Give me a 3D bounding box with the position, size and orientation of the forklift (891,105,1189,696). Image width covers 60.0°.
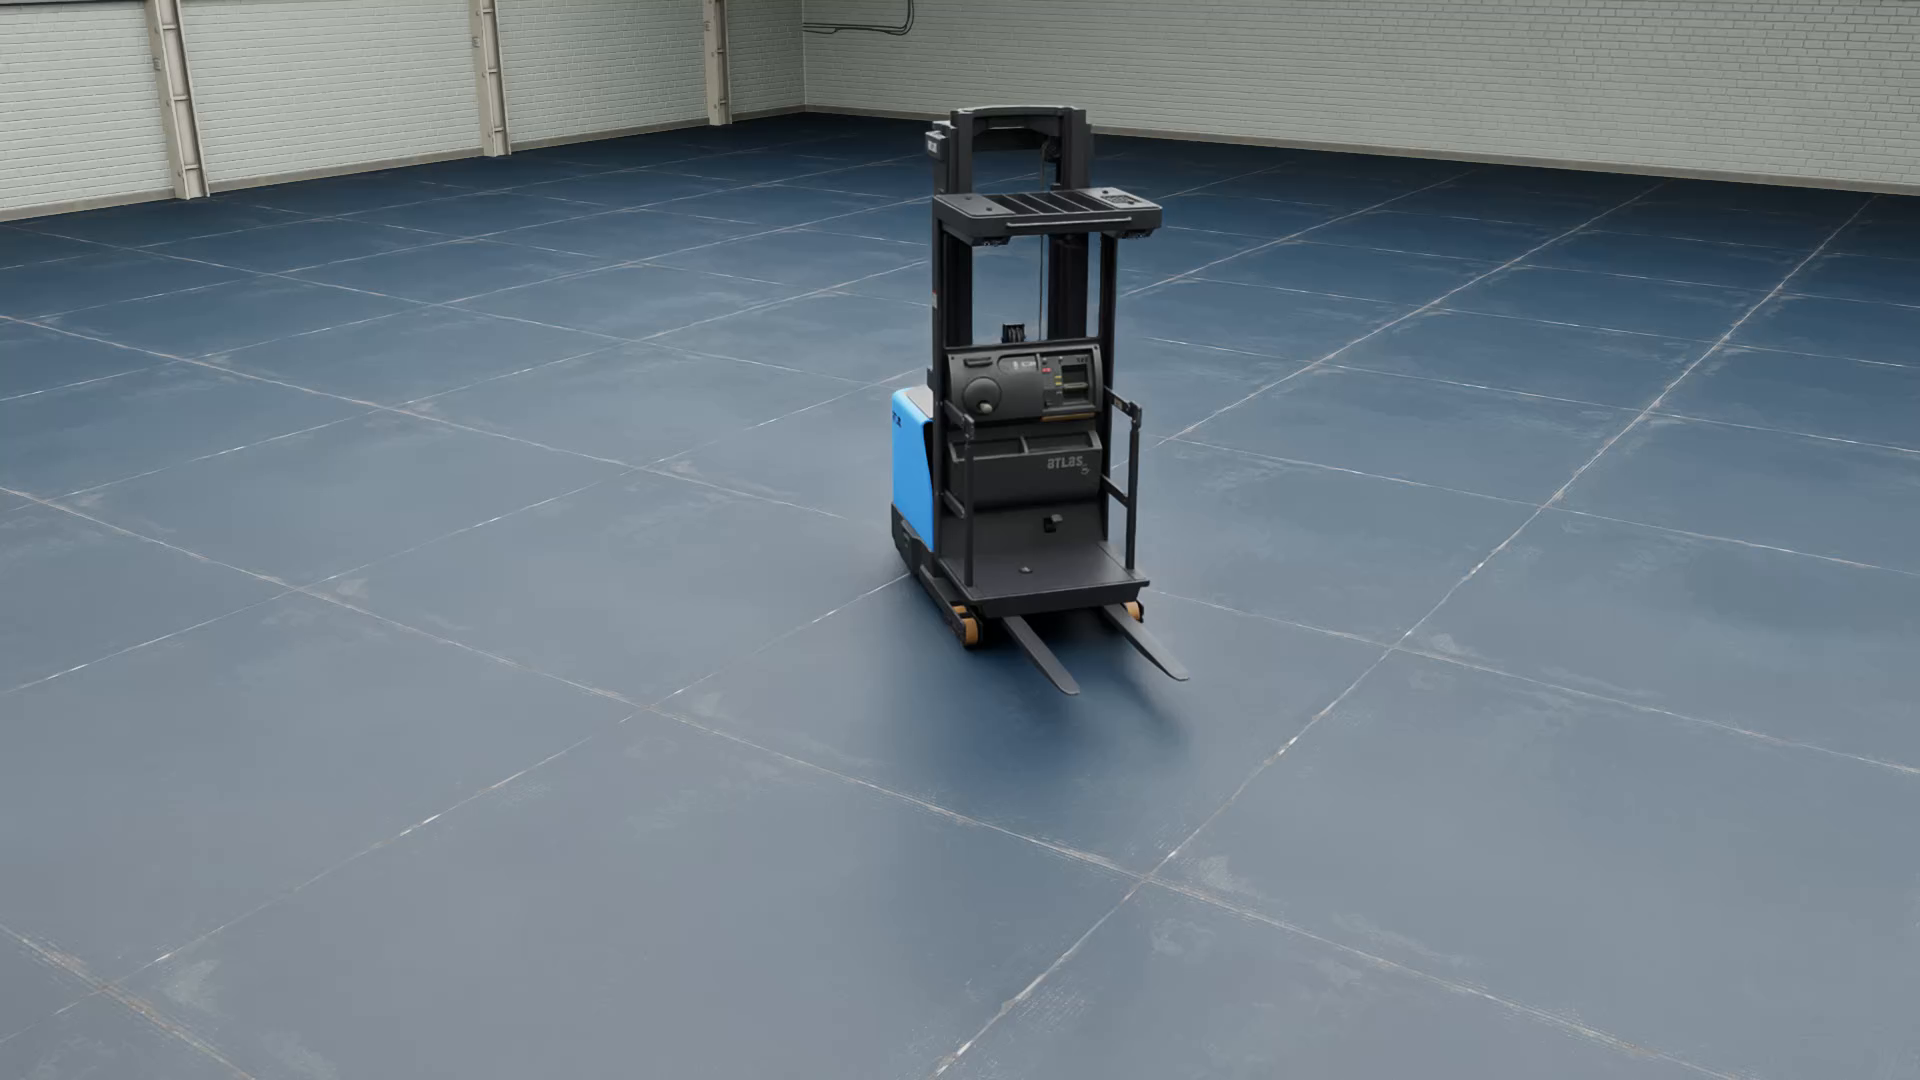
[{"bbox_3d":[0.447,-0.912,9.506,1.130,2.935,3.031,-6,21,-15],"label":"forklift"}]

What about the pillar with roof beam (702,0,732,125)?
[{"bbox_3d":[-1.453,-12.082,30.957,9.100,9.000,0.400,13,24,32],"label":"pillar with roof beam"}]

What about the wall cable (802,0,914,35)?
[{"bbox_3d":[-2.263,-12.053,35.353,3.097,2.526,0.112,13,24,32],"label":"wall cable"}]

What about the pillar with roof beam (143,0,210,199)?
[{"bbox_3d":[-8.198,-8.639,21.649,9.100,9.000,0.400,13,24,32],"label":"pillar with roof beam"}]

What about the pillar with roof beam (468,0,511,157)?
[{"bbox_3d":[-4.826,-10.360,26.303,9.100,9.000,0.400,13,24,32],"label":"pillar with roof beam"}]
